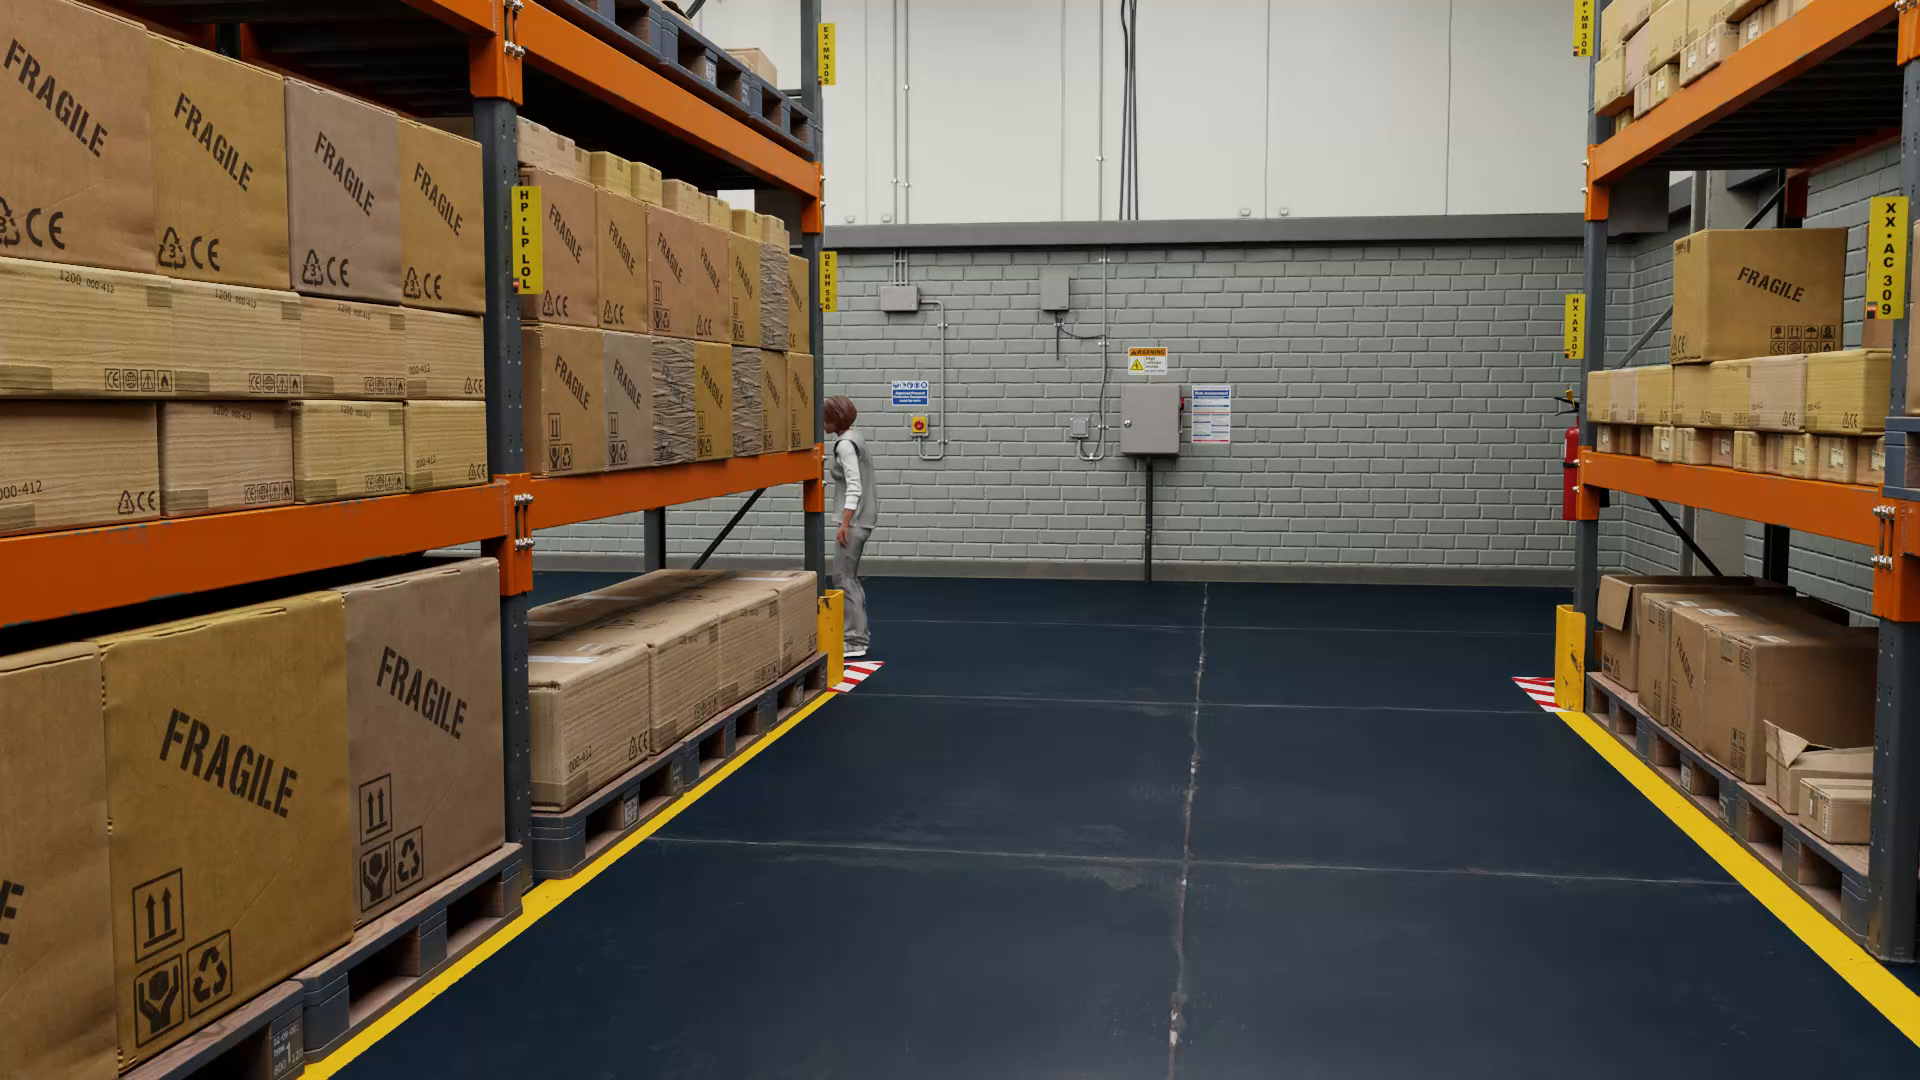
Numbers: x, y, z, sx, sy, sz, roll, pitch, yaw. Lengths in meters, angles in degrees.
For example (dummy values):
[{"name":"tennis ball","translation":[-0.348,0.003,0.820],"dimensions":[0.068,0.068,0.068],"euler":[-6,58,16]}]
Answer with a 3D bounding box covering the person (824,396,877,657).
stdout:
[{"name":"person","translation":[-0.679,-0.085,10.178],"dimensions":[0.347,1.592,0.485],"euler":[0,5,-1]}]
